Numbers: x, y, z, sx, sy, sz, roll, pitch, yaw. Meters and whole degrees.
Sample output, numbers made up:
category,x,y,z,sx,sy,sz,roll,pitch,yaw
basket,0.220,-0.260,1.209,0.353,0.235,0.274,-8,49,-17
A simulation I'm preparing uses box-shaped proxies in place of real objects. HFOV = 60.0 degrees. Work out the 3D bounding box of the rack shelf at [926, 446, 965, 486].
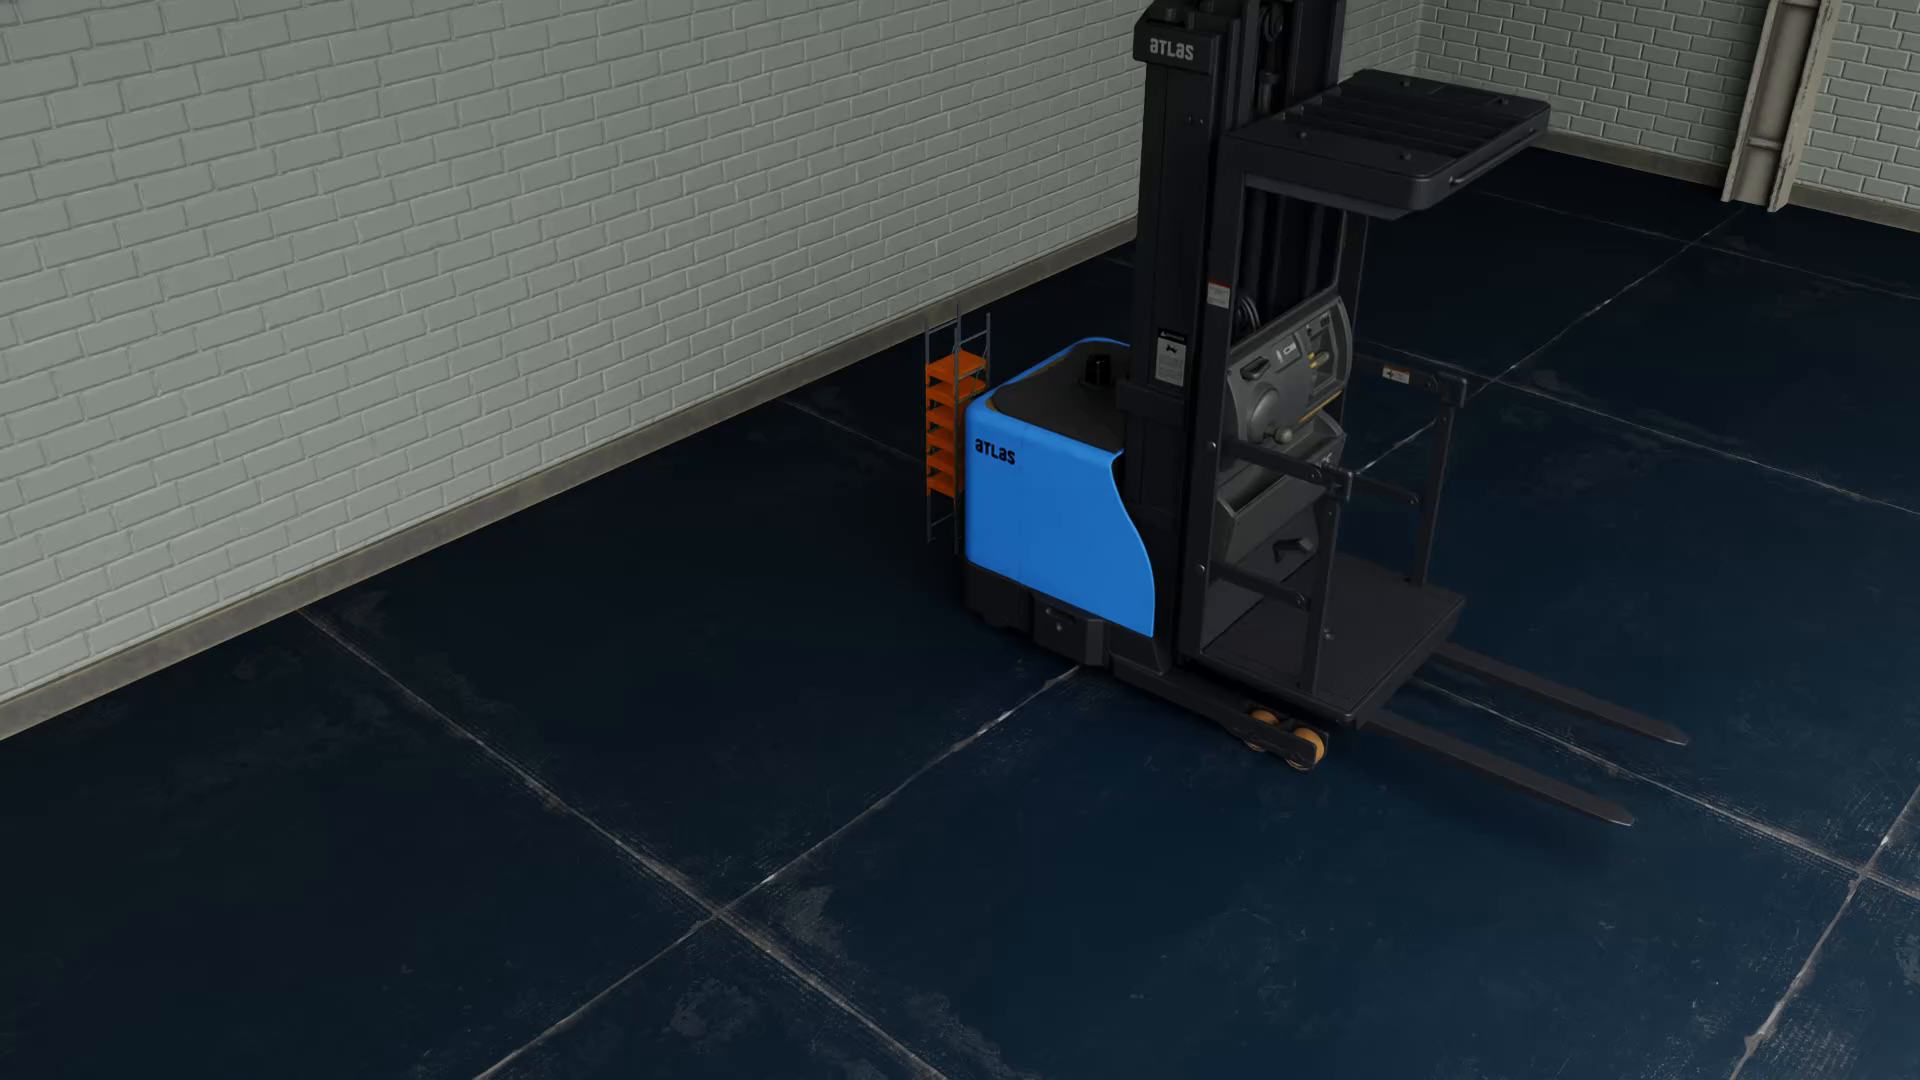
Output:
category,x,y,z,sx,sy,sz,roll,pitch,yaw
rack shelf,-0.011,-0.378,8.034,0.180,0.103,0.258,25,39,35

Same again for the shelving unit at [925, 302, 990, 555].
category,x,y,z,sx,sy,sz,roll,pitch,yaw
shelving unit,-0.011,-0.519,7.949,0.189,1.200,0.258,25,39,35

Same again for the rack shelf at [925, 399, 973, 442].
category,x,y,z,sx,sy,sz,roll,pitch,yaw
rack shelf,-0.011,-0.584,7.910,0.180,0.103,0.258,25,39,35

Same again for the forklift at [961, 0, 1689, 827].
category,x,y,z,sx,sy,sz,roll,pitch,yaw
forklift,1.473,-0.639,6.470,3.031,2.935,1.130,22,38,32

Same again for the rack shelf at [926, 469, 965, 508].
category,x,y,z,sx,sy,sz,roll,pitch,yaw
rack shelf,-0.011,-0.275,8.096,0.180,0.103,0.258,25,39,35

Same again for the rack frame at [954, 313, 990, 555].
category,x,y,z,sx,sy,sz,roll,pitch,yaw
rack frame,0.057,-0.487,7.896,0.006,1.200,0.240,25,39,35

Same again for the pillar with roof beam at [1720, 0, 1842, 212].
category,x,y,z,sx,sy,sz,roll,pitch,yaw
pillar with roof beam,3.070,-4.752,7.418,0.400,9.000,9.100,25,39,35

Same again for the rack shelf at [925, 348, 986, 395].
category,x,y,z,sx,sy,sz,roll,pitch,yaw
rack shelf,-0.011,-0.789,7.786,0.180,0.103,0.258,25,39,35

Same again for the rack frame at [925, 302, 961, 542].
category,x,y,z,sx,sy,sz,roll,pitch,yaw
rack frame,-0.079,-0.551,8.001,0.006,1.200,0.240,25,39,35

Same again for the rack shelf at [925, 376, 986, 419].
category,x,y,z,sx,sy,sz,roll,pitch,yaw
rack shelf,-0.011,-0.687,7.848,0.180,0.103,0.258,25,39,35

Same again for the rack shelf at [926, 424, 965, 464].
category,x,y,z,sx,sy,sz,roll,pitch,yaw
rack shelf,-0.011,-0.481,7.972,0.180,0.103,0.258,25,39,35
